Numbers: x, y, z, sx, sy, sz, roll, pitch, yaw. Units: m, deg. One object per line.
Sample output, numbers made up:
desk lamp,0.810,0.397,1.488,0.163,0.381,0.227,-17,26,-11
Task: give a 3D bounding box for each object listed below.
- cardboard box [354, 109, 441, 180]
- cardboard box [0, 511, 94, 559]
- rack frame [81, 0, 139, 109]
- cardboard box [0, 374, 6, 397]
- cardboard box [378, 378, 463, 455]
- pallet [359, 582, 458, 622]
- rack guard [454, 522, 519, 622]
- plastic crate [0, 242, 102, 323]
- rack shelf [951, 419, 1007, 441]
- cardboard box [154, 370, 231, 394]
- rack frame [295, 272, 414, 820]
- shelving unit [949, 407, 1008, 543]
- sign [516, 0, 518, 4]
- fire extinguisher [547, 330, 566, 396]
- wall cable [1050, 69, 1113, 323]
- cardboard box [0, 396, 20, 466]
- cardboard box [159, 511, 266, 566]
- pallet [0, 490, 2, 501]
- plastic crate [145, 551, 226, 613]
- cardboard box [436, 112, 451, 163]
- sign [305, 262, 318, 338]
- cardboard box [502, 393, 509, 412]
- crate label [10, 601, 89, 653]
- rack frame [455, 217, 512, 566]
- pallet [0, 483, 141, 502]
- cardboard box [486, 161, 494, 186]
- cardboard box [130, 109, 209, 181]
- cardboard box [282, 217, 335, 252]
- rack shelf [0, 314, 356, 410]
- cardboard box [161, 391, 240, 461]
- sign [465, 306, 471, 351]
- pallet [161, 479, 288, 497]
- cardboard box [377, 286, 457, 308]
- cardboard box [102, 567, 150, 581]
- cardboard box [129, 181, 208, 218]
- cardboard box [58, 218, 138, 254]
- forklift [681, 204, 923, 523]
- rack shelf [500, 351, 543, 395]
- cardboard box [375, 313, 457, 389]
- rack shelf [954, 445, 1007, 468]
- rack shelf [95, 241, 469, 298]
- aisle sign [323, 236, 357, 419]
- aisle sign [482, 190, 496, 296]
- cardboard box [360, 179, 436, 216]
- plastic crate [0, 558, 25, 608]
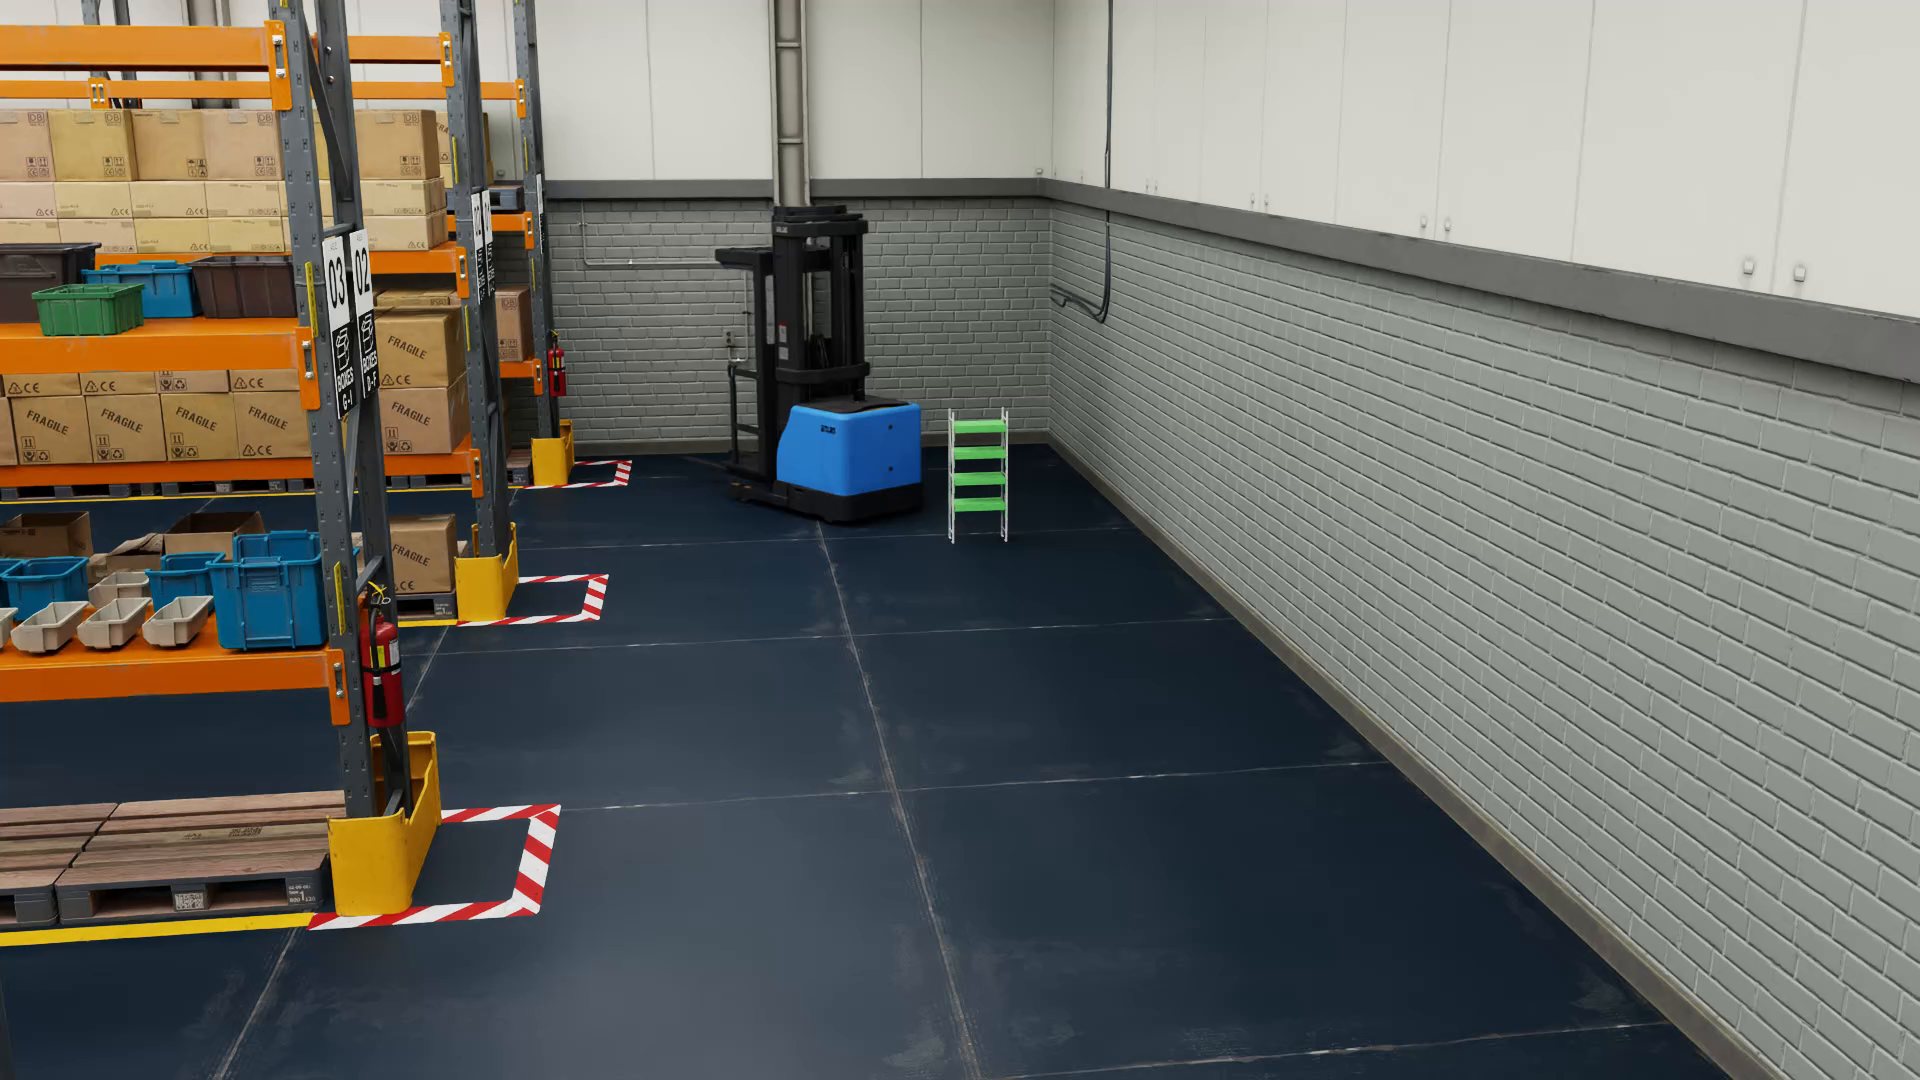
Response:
cardboard box,-4.187,-2.940,12.352,0.500,0.500,0.700,-2,14,-8
cardboard box,-7.116,0.081,12.968,0.500,0.500,0.500,-2,14,-8
rack frame,-8.379,-4.931,16.384,0.127,3.000,1.000,-2,14,-8
cardboard box,-7.129,-1.312,12.027,0.500,0.500,0.500,-2,14,-7
cardboard box,-4.084,-0.941,12.603,0.500,0.500,0.500,-2,14,-7
pallet,-4.545,0.410,13.153,1.213,0.211,1.003,-2,14,-8
rack guard,-3.757,0.241,13.234,0.348,0.500,1.175,-2,14,-8
plastic crate,-4.499,-1.218,7.875,0.767,0.338,0.504,-2,14,-8
rack shelf,0.164,-0.992,14.999,0.480,0.148,0.258,-2,14,-8
cardboard box,-5.600,-1.369,12.251,0.500,0.500,0.500,-2,14,-7
rack frame,-2.948,0.217,8.189,0.127,3.000,1.000,-2,14,-8
shelving unit,0.164,-0.588,15.100,0.503,1.200,0.258,-2,14,-8
sign,-4.357,-5.436,16.316,0.005,0.325,0.100,-2,14,-8
fire extinguisher,-4.206,-1.842,17.325,0.183,0.674,0.296,-2,14,-8
wall cable,1.223,-3.689,17.814,0.112,2.526,3.097,-2,14,-8
cardboard box,-7.093,-0.831,12.163,0.500,0.500,0.500,-2,14,-7
cardboard box,-5.780,0.099,12.889,0.637,0.503,0.797,-2,14,-8
pallet,-10.340,-0.577,17.089,1.213,0.211,1.003,-2,14,-8
plastic crate,-3.892,0.223,8.387,0.300,0.233,0.416,-2,14,-8
cardboard box,-5.107,-4.072,16.823,0.500,0.500,0.500,-2,14,-8
sign,-2.850,-1.055,7.312,0.005,0.325,0.100,-2,14,-8
cardboard box,-5.007,-1.475,17.878,0.250,0.149,0.380,-2,14,-8
crate label,-4.288,0.412,7.831,0.243,0.136,0.396,-2,14,-8
rack frame,-3.682,-0.974,12.941,0.127,3.000,1.000,-2,14,-8
pallet,-9.131,-0.622,17.269,1.213,0.211,1.003,-2,14,-8
cardboard box,-5.182,-3.833,17.411,0.500,0.250,0.500,-1,14,-5
cardboard box,-5.681,-2.903,12.203,0.500,0.500,0.700,-2,14,-8
cardboard box,-4.647,-2.259,12.205,0.500,0.250,0.500,-2,14,-8
rack shelf,-4.925,-0.816,7.623,4.000,0.370,1.077,-2,14,-8
cardboard box,-5.589,-0.887,12.385,0.500,0.500,0.500,-2,14,-9
sign,-3.619,-1.555,12.226,0.005,0.325,0.100,-2,14,-8
pallet,-7.615,-0.677,17.487,1.213,0.211,1.003,-2,14,-8
cardboard box,-5.644,-2.261,17.456,0.700,0.700,0.980,-2,14,-9
cardboard box,-6.336,0.335,12.642,0.250,0.166,0.380,-2,14,-8
cardboard box,-5.635,-2.464,11.995,0.500,0.250,0.500,-2,14,-8
cardboard box,-6.130,-2.205,11.988,0.500,0.250,0.500,-2,14,-8
forklift,-1.727,-1.877,16.679,1.130,2.935,3.031,-13,19,-41
rack shelf,-6.401,-1.744,17.490,4.000,0.370,1.077,-2,14,-8
cardboard box,-4.081,-1.426,12.479,0.500,0.500,0.500,-2,14,-9
rack shelf,0.164,-0.759,15.057,0.480,0.148,0.258,-2,14,-8
rack shelf,-5.660,-2.008,12.374,4.000,0.370,1.077,-2,14,-8
aisle sign,-2.833,-0.976,7.602,0.004,0.787,0.394,-2,14,-8
aisle sign,-3.658,-2.308,12.916,0.004,0.787,0.394,-2,14,-8
cardboard box,-4.152,-2.519,12.214,0.500,0.250,0.500,-2,14,-8
plastic crate,-4.840,0.258,8.249,0.300,0.233,0.416,-2,14,-8
